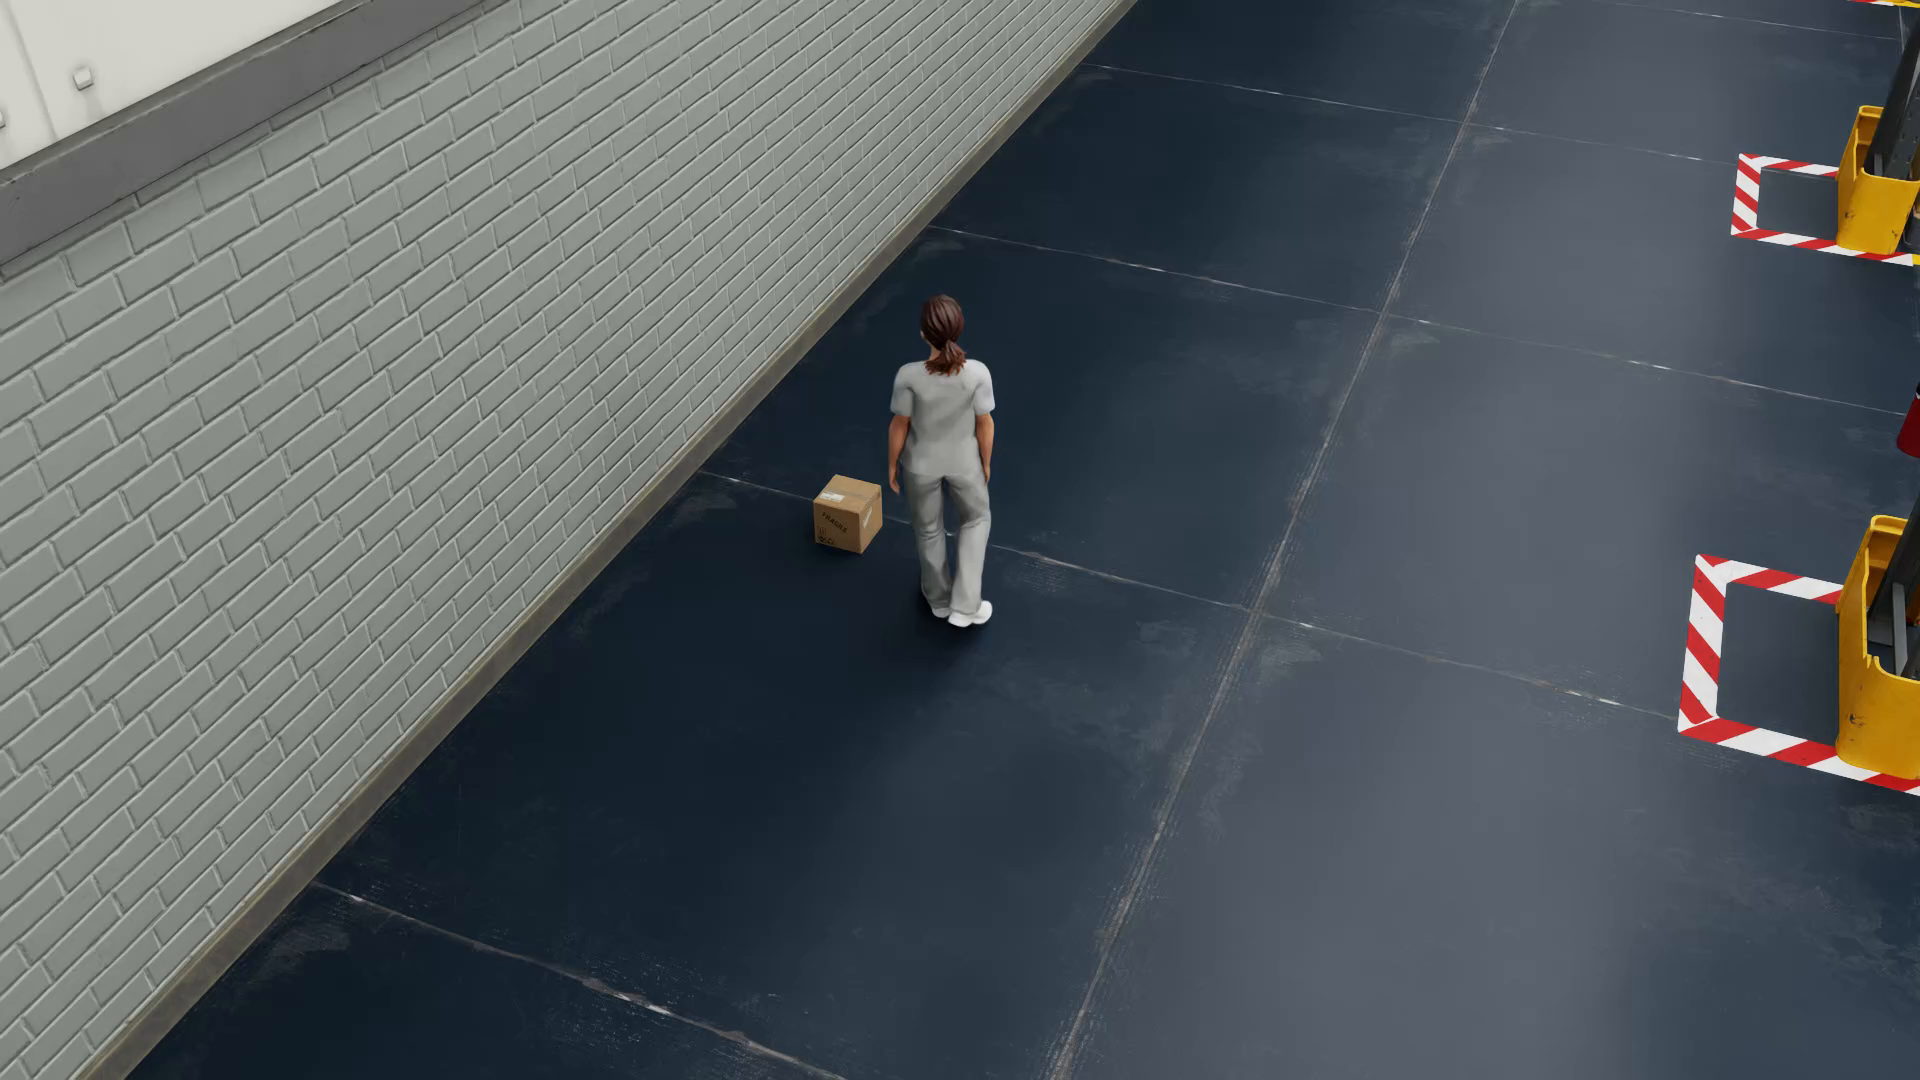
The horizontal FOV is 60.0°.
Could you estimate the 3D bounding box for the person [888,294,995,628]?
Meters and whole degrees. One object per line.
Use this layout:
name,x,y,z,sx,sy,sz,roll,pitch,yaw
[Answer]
person,-0.083,-0.320,7.225,0.460,1.670,0.519,-3,38,-4
